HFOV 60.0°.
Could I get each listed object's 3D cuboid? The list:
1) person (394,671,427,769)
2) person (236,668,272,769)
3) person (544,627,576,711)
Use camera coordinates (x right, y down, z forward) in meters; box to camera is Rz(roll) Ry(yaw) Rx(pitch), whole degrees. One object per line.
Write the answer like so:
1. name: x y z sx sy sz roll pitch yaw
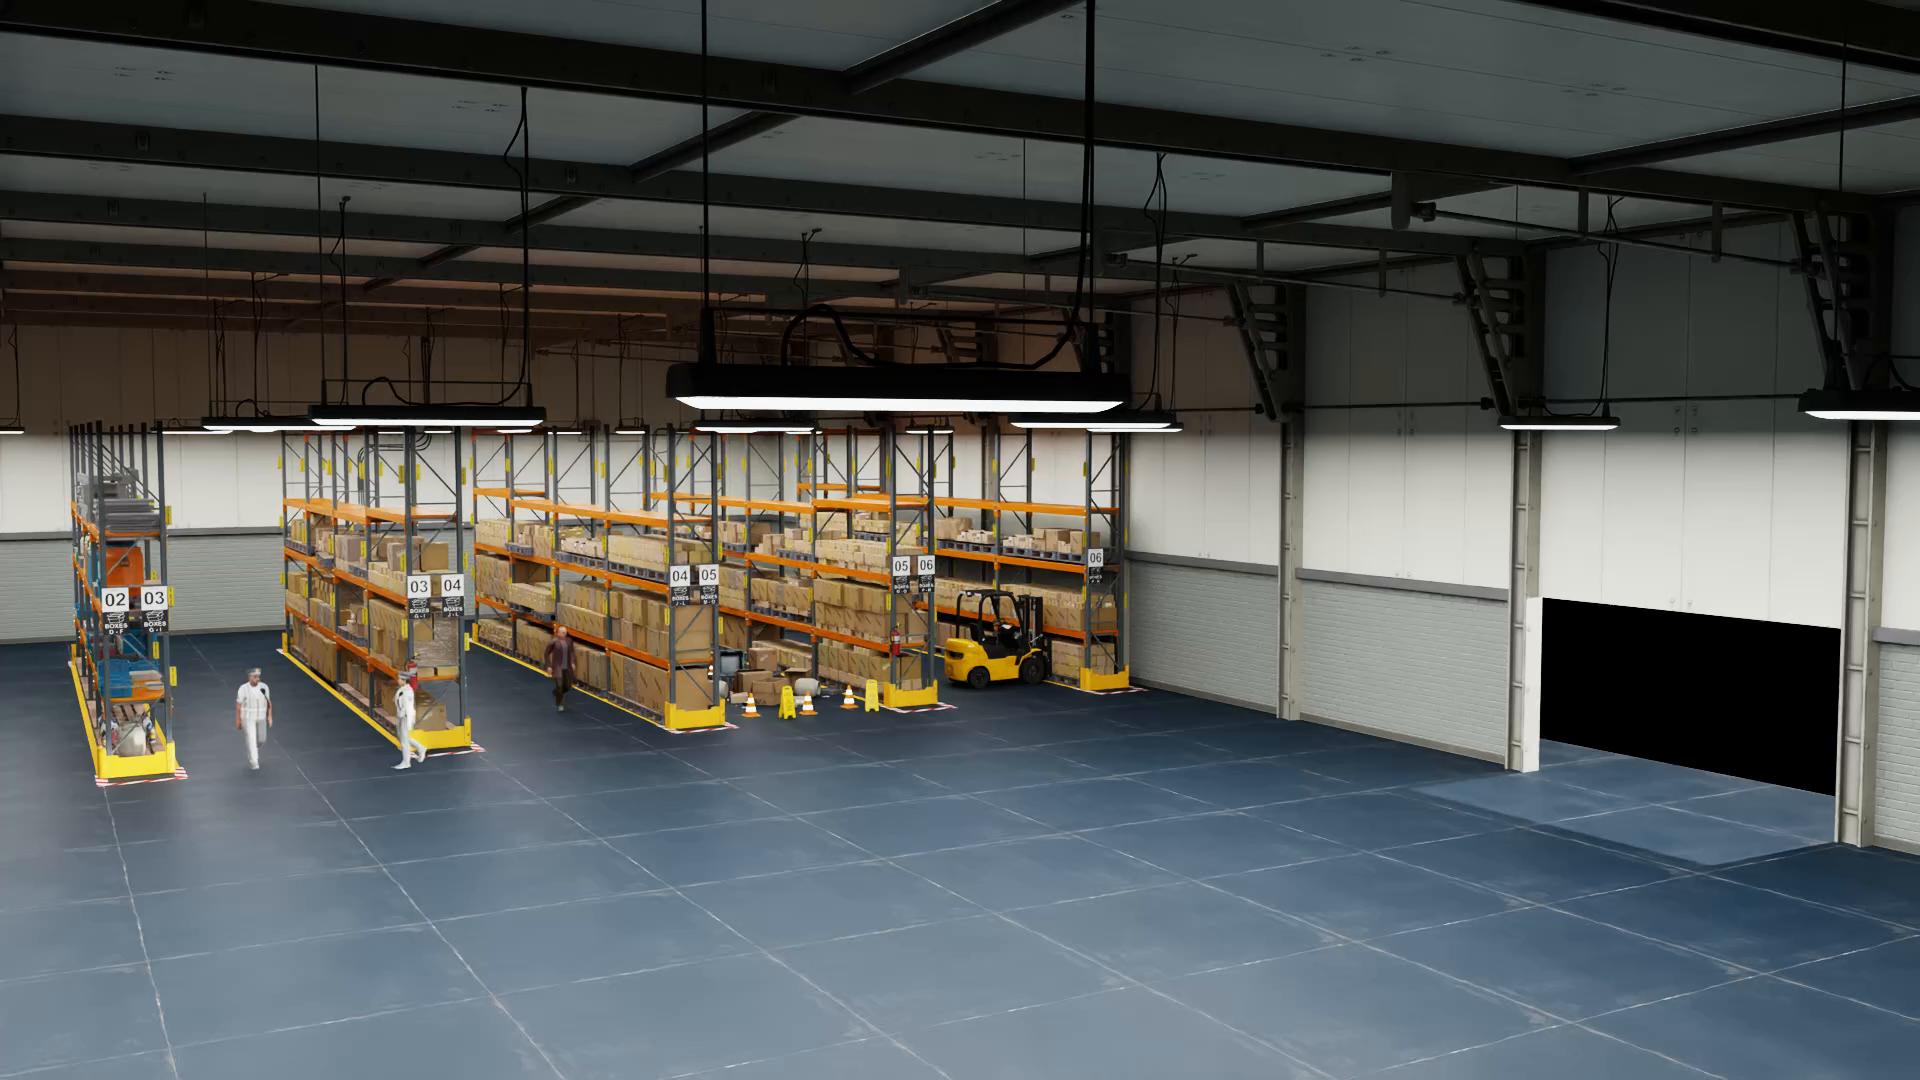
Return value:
1. person: -9.543 3.092 28.828 0.625 1.677 0.493 -2 4 -34
2. person: -12.300 3.070 28.965 1.042 1.705 0.554 3 5 43
3. person: -8.450 2.690 35.014 0.669 1.762 0.739 -3 5 -44
